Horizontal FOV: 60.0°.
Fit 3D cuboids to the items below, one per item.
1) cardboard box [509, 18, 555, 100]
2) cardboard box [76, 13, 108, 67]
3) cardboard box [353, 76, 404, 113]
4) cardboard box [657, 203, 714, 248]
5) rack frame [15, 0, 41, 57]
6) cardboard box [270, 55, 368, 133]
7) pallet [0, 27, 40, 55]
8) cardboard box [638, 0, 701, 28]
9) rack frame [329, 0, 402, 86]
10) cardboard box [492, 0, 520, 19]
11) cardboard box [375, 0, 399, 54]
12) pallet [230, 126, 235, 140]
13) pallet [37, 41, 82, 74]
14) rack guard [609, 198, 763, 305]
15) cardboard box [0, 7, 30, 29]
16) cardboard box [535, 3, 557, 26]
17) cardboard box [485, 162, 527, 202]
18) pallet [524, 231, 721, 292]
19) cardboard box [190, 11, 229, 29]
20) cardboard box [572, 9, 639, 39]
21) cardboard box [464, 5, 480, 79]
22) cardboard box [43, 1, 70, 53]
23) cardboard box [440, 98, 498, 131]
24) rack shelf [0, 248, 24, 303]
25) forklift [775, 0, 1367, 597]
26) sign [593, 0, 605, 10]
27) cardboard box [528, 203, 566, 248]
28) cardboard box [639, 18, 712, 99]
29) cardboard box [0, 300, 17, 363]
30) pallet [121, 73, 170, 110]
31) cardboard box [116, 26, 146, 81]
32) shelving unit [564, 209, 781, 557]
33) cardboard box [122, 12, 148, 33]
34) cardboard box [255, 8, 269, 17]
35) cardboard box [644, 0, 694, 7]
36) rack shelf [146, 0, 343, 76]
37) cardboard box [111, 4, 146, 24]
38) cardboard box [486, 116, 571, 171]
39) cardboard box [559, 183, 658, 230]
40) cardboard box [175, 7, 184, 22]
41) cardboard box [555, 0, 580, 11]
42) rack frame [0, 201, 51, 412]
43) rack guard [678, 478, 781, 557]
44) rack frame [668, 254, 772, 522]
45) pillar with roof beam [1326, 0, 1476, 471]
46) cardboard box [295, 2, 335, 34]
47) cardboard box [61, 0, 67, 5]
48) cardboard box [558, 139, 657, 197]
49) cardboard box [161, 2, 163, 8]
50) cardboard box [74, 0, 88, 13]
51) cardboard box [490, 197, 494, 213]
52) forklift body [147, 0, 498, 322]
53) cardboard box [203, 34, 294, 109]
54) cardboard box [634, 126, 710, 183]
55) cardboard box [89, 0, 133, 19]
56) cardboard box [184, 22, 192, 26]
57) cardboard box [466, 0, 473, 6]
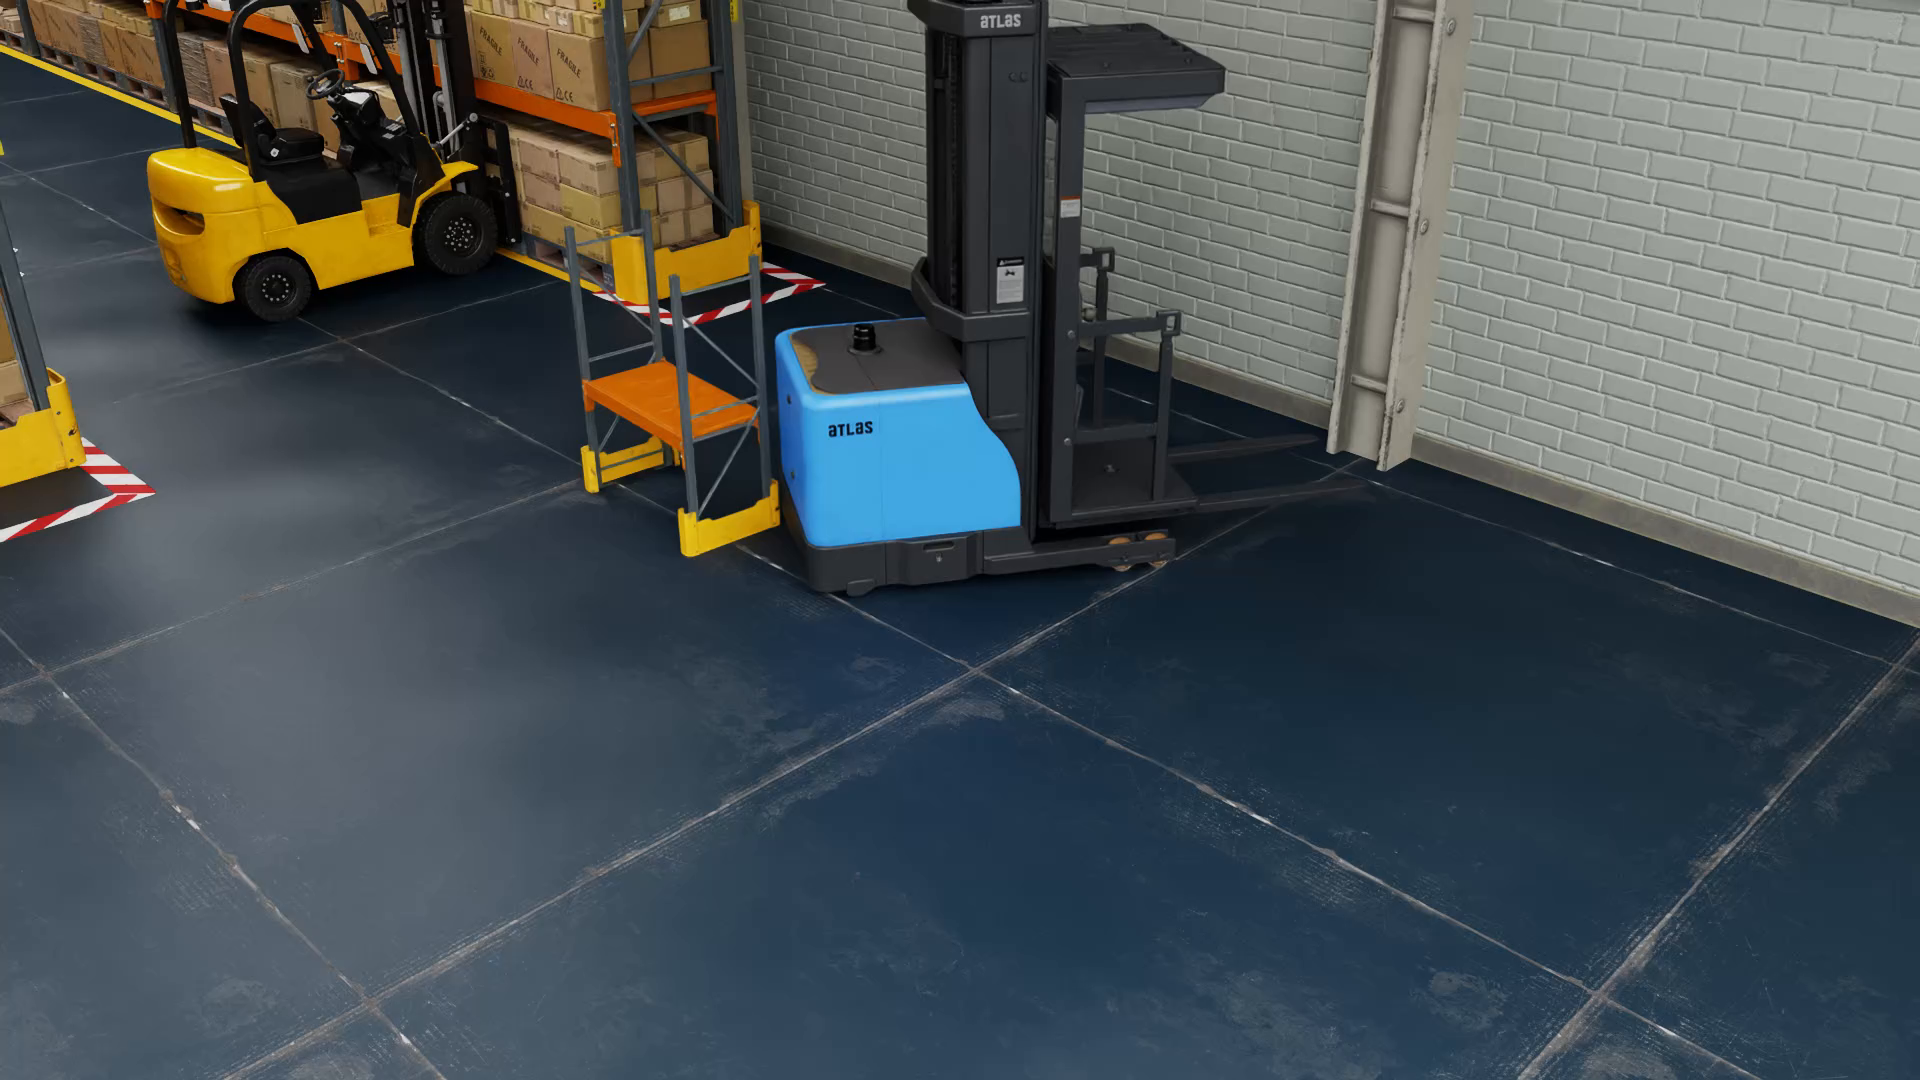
[{"bbox_3d":[-2.923,-3.554,12.179,0.500,0.500,0.500,-24,36,-38],"label":"cardboard box"},{"bbox_3d":[-9.290,-5.521,18.261,0.500,0.500,0.500,23,35,37],"label":"cardboard box"},{"bbox_3d":[-4.752,-3.719,14.029,0.500,0.250,0.500,24,36,38],"label":"cardboard box"},{"bbox_3d":[-2.238,-2.458,12.706,0.500,0.250,0.500,25,37,39],"label":"cardboard box"},{"bbox_3d":[-10.582,-7.180,19.182,0.127,3.000,1.000,25,36,38],"label":"rack frame"},{"bbox_3d":[-5.805,-4.127,15.475,0.625,0.625,0.875,24,36,38],"label":"cardboard box"},{"bbox_3d":[-11.071,-6.170,20.257,1.213,0.211,1.003,25,36,38],"label":"pallet"},{"bbox_3d":[-2.085,-3.793,11.935,0.250,0.149,0.380,23,36,37],"label":"cardboard box"},{"bbox_3d":[-4.877,-4.570,14.217,0.127,3.000,1.000,25,36,38],"label":"rack frame"},{"bbox_3d":[-3.206,-3.951,12.236,0.250,0.149,0.380,23,36,37],"label":"cardboard box"},{"bbox_3d":[-4.361,-4.218,13.441,0.500,0.500,0.500,-25,36,-38],"label":"cardboard box"},{"bbox_3d":[-6.304,-3.961,16.056,1.213,0.211,1.003,25,36,38],"label":"pallet"},{"bbox_3d":[-9.975,-5.693,19.350,1.213,0.211,1.003,25,36,38],"label":"pallet"},{"bbox_3d":[-2.008,-2.150,12.302,0.348,0.500,1.175,25,36,38],"label":"rack guard"},{"bbox_3d":[-11.439,-6.356,20.102,0.396,0.266,0.258,-24,36,-37],"label":"cardboard box"},{"bbox_3d":[-2.814,-3.794,11.939,0.380,0.149,0.250,-24,36,-38],"label":"cardboard box"},{"bbox_3d":[-3.324,-2.838,12.891,0.500,0.250,0.500,24,36,37],"label":"cardboard box"},{"bbox_3d":[-2.600,-2.266,12.832,1.213,0.211,1.003,25,36,38],"label":"pallet"},{"bbox_3d":[-7.883,-5.515,17.553,0.380,0.149,0.250,-23,35,-37],"label":"cardboard box"},{"bbox_3d":[-2.469,-3.616,11.599,0.380,0.149,0.250,-25,36,-38],"label":"cardboard box"},{"bbox_3d":[-3.655,-3.882,12.802,0.500,0.500,0.500,25,37,39],"label":"cardboard box"},{"bbox_3d":[-10.008,-5.856,18.899,0.500,0.500,0.500,24,36,38],"label":"cardboard box"},{"bbox_3d":[-4.032,-3.390,13.403,0.500,0.250,0.500,-24,36,-38],"label":"cardboard box"},{"bbox_3d":[-6.928,-1.950,10.009,4.000,0.370,1.077,25,36,38],"label":"rack shelf"},{"bbox_3d":[0.616,-1.375,8.215,3.031,2.935,1.130,-7,28,-12],"label":"forklift"},{"bbox_3d":[-2.415,-3.706,11.077,0.005,0.325,0.100,25,36,38],"label":"sign"},{"bbox_3d":[-2.929,-2.447,12.684,0.500,0.250,0.500,25,36,38],"label":"cardboard box"},{"bbox_3d":[-2.183,-3.562,12.195,0.500,0.500,0.500,-24,36,-38],"label":"cardboard box"},{"bbox_3d":[-5.901,-1.279,9.657,0.500,0.500,0.500,23,36,37],"label":"cardboard box"},{"bbox_3d":[-8.235,-4.897,17.836,1.213,0.211,1.003,25,36,38],"label":"pallet"},{"bbox_3d":[-8.531,-5.188,17.627,0.500,0.500,0.500,24,36,38],"label":"cardboard box"},{"bbox_3d":[-1.527,-0.849,8.754,0.587,1.500,1.083,-22,35,-35],"label":"shelving unit"},{"bbox_3d":[-8.476,-5.397,17.329,0.250,0.149,0.380,22,35,36],"label":"cardboard box"},{"bbox_3d":[-6.115,-4.915,15.036,0.500,0.250,0.500,25,37,39],"label":"cardboard box"},{"bbox_3d":[-2.115,-3.908,11.835,0.250,0.149,0.380,24,36,37],"label":"cardboard box"},{"bbox_3d":[-6.303,-4.904,15.626,4.000,0.370,1.077,25,36,38],"label":"rack shelf"},{"bbox_3d":[-8.789,-5.599,17.713,0.380,0.149,0.250,-24,36,-38],"label":"cardboard box"},{"bbox_3d":[-3.307,-3.049,12.754,0.500,0.250,0.500,-25,37,-39],"label":"cardboard box"},{"bbox_3d":[-2.591,-2.510,12.266,0.500,0.250,0.500,24,36,38],"label":"cardboard box"},{"bbox_3d":[-8.287,-5.665,17.838,0.380,0.149,0.250,-25,37,-39],"label":"cardboard box"},{"bbox_3d":[-2.626,-3.845,11.714,0.250,0.149,0.380,25,36,38],"label":"cardboard box"},{"bbox_3d":[-5.502,-1.616,8.600,0.127,3.000,1.000,25,36,38],"label":"rack frame"},{"bbox_3d":[-1.203,-0.120,8.710,0.587,0.250,0.087,-22,35,-35],"label":"rack guard"},{"bbox_3d":[-1.190,-0.667,8.406,0.500,1.500,0.032,-22,35,-35],"label":"rack frame"},{"bbox_3d":[-0.629,-3.060,4.900,0.400,9.000,9.100,25,36,38],"label":"pillar with roof beam"},{"bbox_3d":[-5.420,-4.581,14.400,0.500,0.250,0.500,-24,36,-38],"label":"cardboard box"},{"bbox_3d":[-9.865,-6.112,18.687,0.250,0.149,0.380,24,36,38],"label":"cardboard box"},{"bbox_3d":[-2.572,-2.723,12.134,0.500,0.250,0.500,-24,36,-38],"label":"cardboard box"},{"bbox_3d":[-8.636,-5.854,18.197,0.250,0.149,0.380,24,36,37],"label":"cardboard box"},{"bbox_3d":[-9.537,-5.936,18.353,0.380,0.149,0.250,-24,36,-37],"label":"cardboard box"},{"bbox_3d":[-3.666,-2.775,13.308,0.500,0.250,0.500,-24,36,-38],"label":"cardboard box"},{"bbox_3d":[-4.656,-2.902,11.958,1.214,2.155,2.313,25,36,38],"label":"forklift body"},{"bbox_3d":[-6.823,-4.591,16.358,0.875,0.625,0.625,-24,36,-38],"label":"cardboard box"},{"bbox_3d":[-2.235,-2.895,12.462,0.500,0.250,0.500,24,36,38],"label":"cardboard box"},{"bbox_3d":[-9.185,-5.760,18.020,0.250,0.149,0.380,23,35,36],"label":"cardboard box"},{"bbox_3d":[-8.170,-5.351,17.939,0.500,0.500,0.500,25,37,39],"label":"cardboard box"},{"bbox_3d":[-3.515,-4.138,12.592,0.250,0.149,0.380,24,36,38],"label":"cardboard box"}]
